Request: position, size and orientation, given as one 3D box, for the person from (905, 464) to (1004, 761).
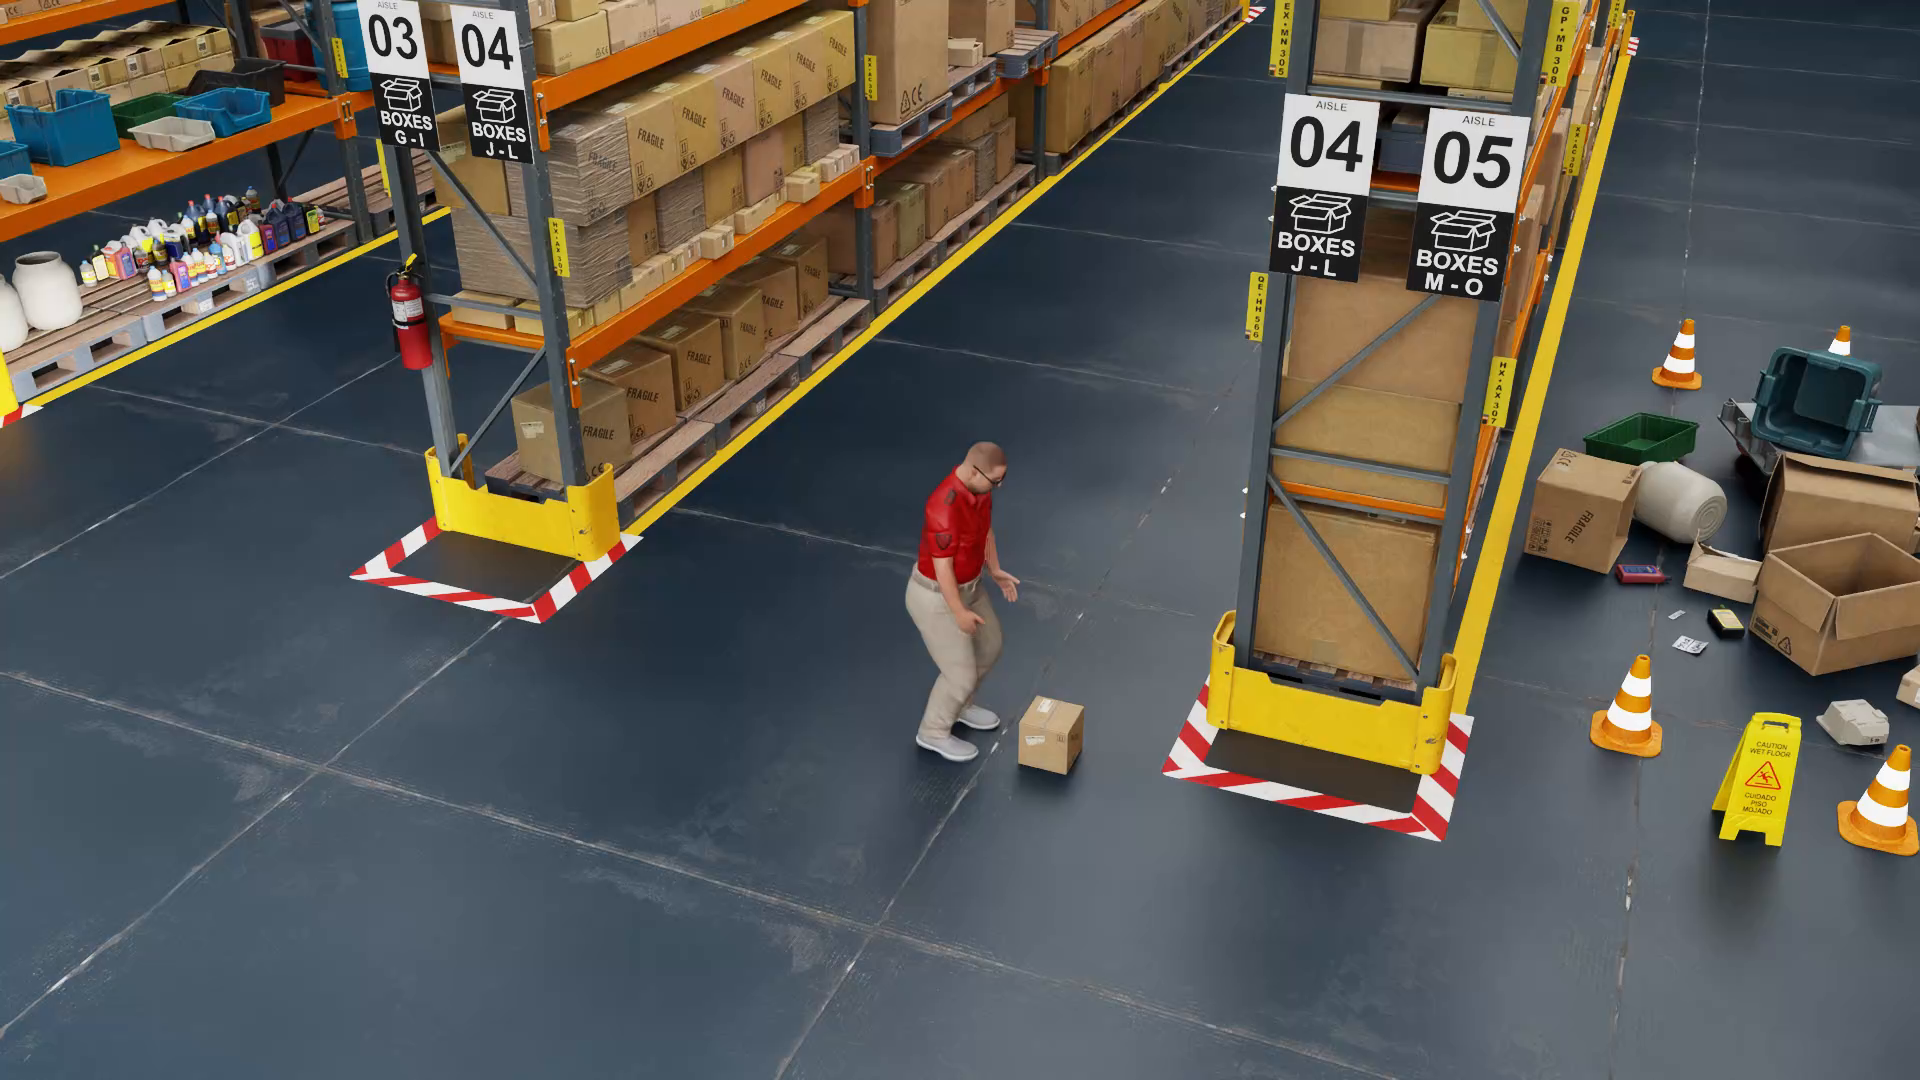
[{"bbox_3d":[-0.026,0.312,8.101,0.407,1.508,0.560,12,32,20],"label":"person"}]
